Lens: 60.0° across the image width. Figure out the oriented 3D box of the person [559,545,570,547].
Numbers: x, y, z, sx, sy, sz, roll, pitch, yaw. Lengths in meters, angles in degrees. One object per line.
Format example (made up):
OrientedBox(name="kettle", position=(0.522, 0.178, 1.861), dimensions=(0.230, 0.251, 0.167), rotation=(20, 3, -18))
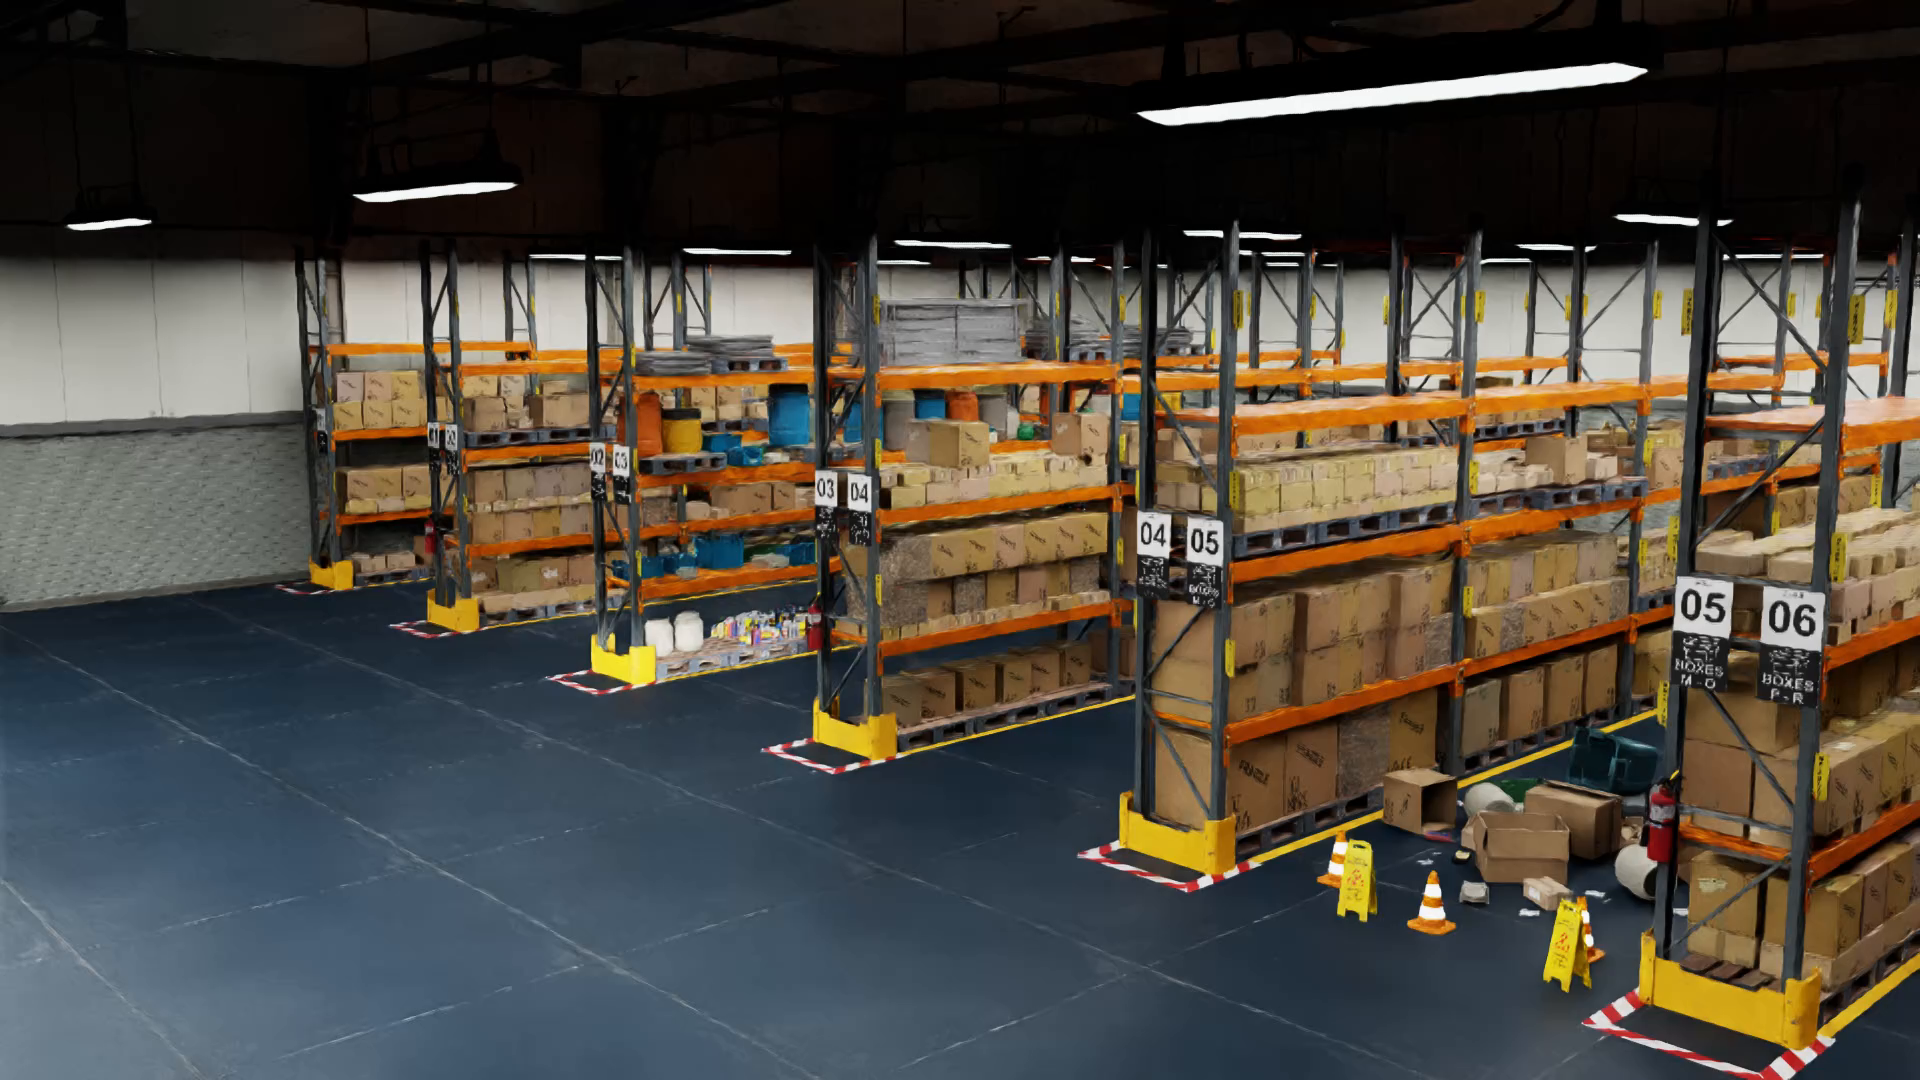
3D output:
OrientedBox(name="person", position=(-7.233, -0.147, 30.512), dimensions=(0.701, 1.693, 0.857), rotation=(5, 10, 30))
